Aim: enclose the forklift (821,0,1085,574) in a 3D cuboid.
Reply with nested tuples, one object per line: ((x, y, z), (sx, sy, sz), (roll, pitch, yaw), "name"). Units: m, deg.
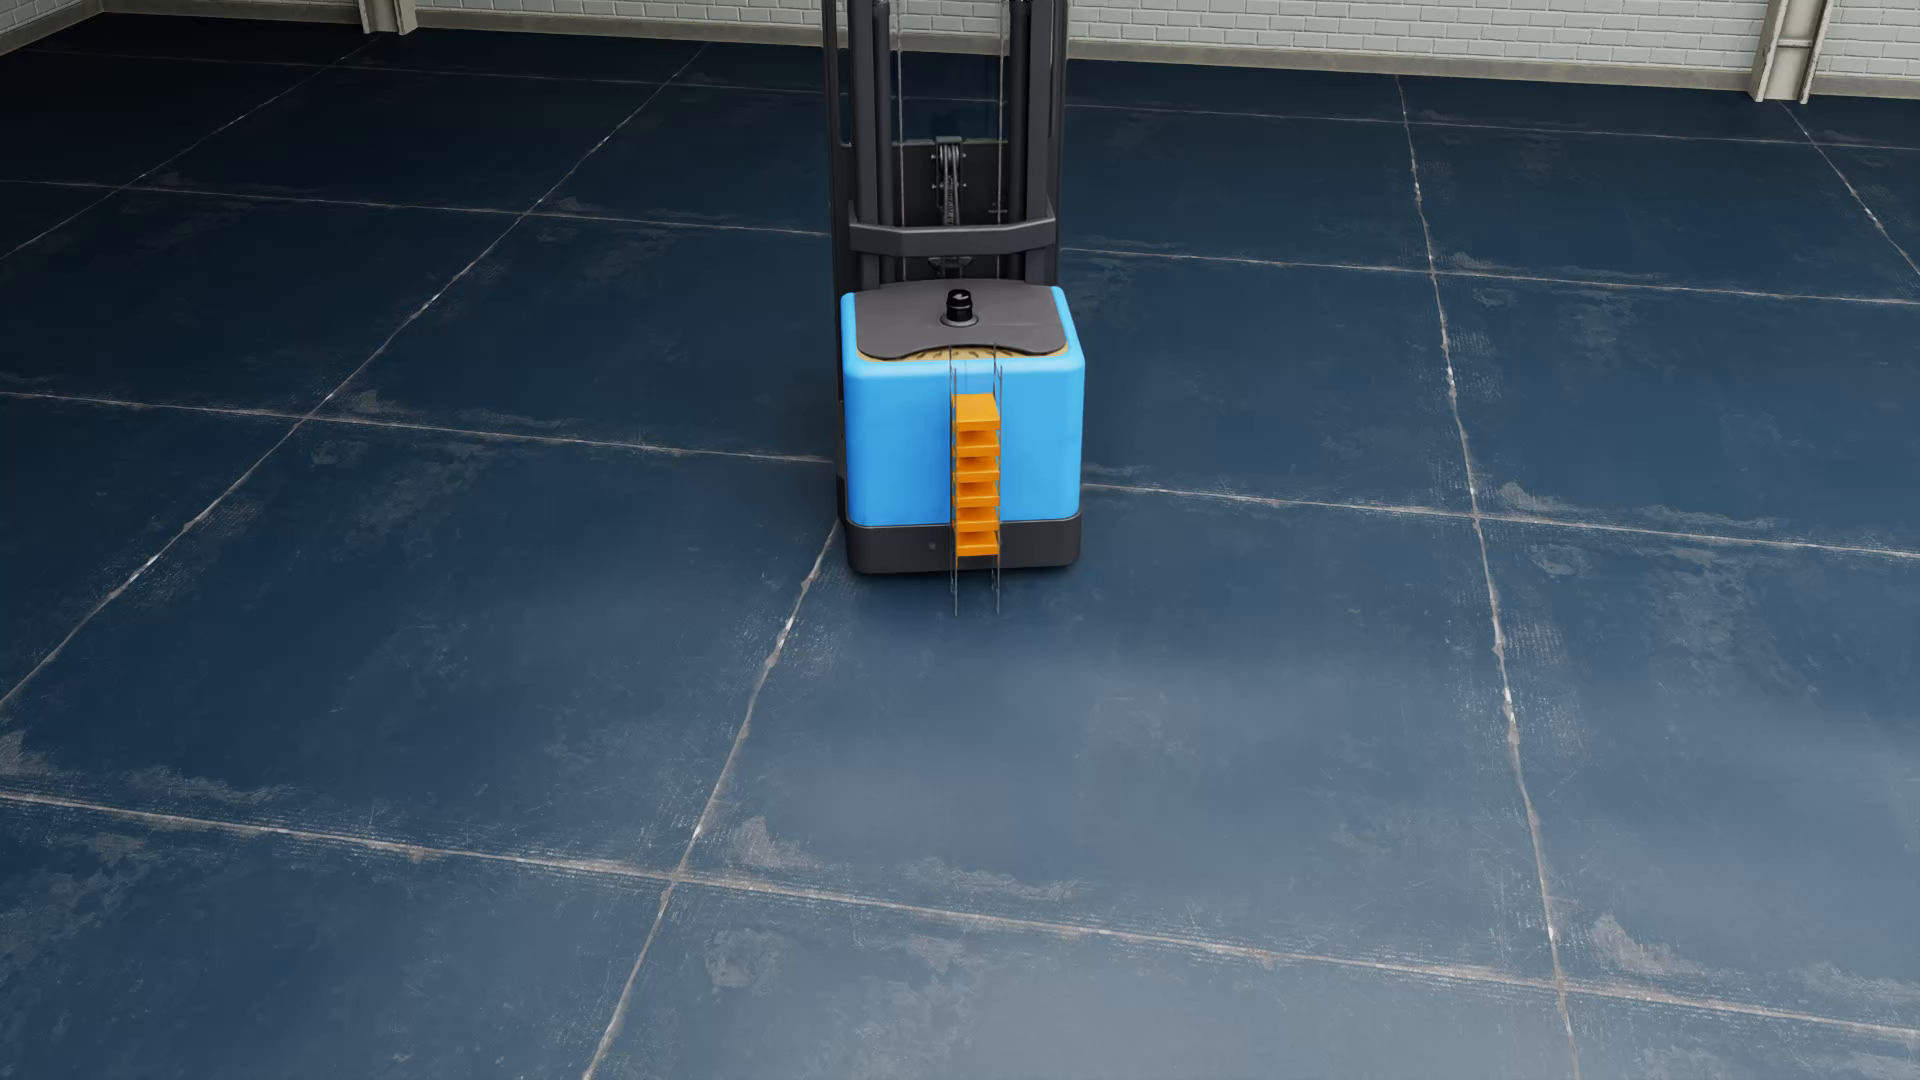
((-0.087, -1.849, 7.942), (1.130, 2.935, 3.031), (-2, 32, -4), "forklift")

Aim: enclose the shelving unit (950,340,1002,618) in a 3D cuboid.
((0.063, -0.239, 7.001), (0.189, 1.200, 0.258), (-3, 32, -5), "shelving unit")

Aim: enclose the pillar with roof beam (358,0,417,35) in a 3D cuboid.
((-5.925, -6.232, 9.226), (0.400, 9.000, 9.100), (5, 32, 8), "pillar with roof beam")

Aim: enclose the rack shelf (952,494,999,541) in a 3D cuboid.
((0.063, -0.099, 7.088), (0.180, 0.103, 0.258), (-3, 32, -5), "rack shelf")

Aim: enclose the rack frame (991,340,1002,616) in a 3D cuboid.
((0.154, -0.244, 7.008), (0.006, 1.200, 0.240), (-3, 32, -5), "rack frame")

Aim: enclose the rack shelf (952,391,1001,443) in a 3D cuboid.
((0.063, -0.506, 6.833), (0.180, 0.103, 0.258), (-3, 32, -5), "rack shelf")

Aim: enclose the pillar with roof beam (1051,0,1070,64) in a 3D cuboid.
((-0.010, -5.697, 8.370), (0.400, 9.000, 9.100), (5, 32, 8), "pillar with roof beam")

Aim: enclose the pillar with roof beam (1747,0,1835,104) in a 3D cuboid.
((5.904, -5.161, 7.514), (0.400, 9.000, 9.100), (5, 32, 8), "pillar with roof beam")

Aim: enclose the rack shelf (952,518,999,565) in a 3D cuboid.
((0.063, 0.002, 7.152), (0.180, 0.103, 0.258), (-3, 32, -5), "rack shelf")

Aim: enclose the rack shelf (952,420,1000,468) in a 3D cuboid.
((0.063, -0.405, 6.897), (0.180, 0.103, 0.258), (-3, 32, -5), "rack shelf")

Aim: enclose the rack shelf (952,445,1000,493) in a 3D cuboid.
((0.063, -0.303, 6.961), (0.180, 0.103, 0.258), (-3, 32, -5), "rack shelf")

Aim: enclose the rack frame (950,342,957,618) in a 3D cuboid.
((-0.028, -0.234, 6.993), (0.006, 1.200, 0.240), (-3, 32, -5), "rack frame")

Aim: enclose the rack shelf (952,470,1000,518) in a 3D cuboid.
((0.063, -0.201, 7.024), (0.180, 0.103, 0.258), (-3, 32, -5), "rack shelf")
